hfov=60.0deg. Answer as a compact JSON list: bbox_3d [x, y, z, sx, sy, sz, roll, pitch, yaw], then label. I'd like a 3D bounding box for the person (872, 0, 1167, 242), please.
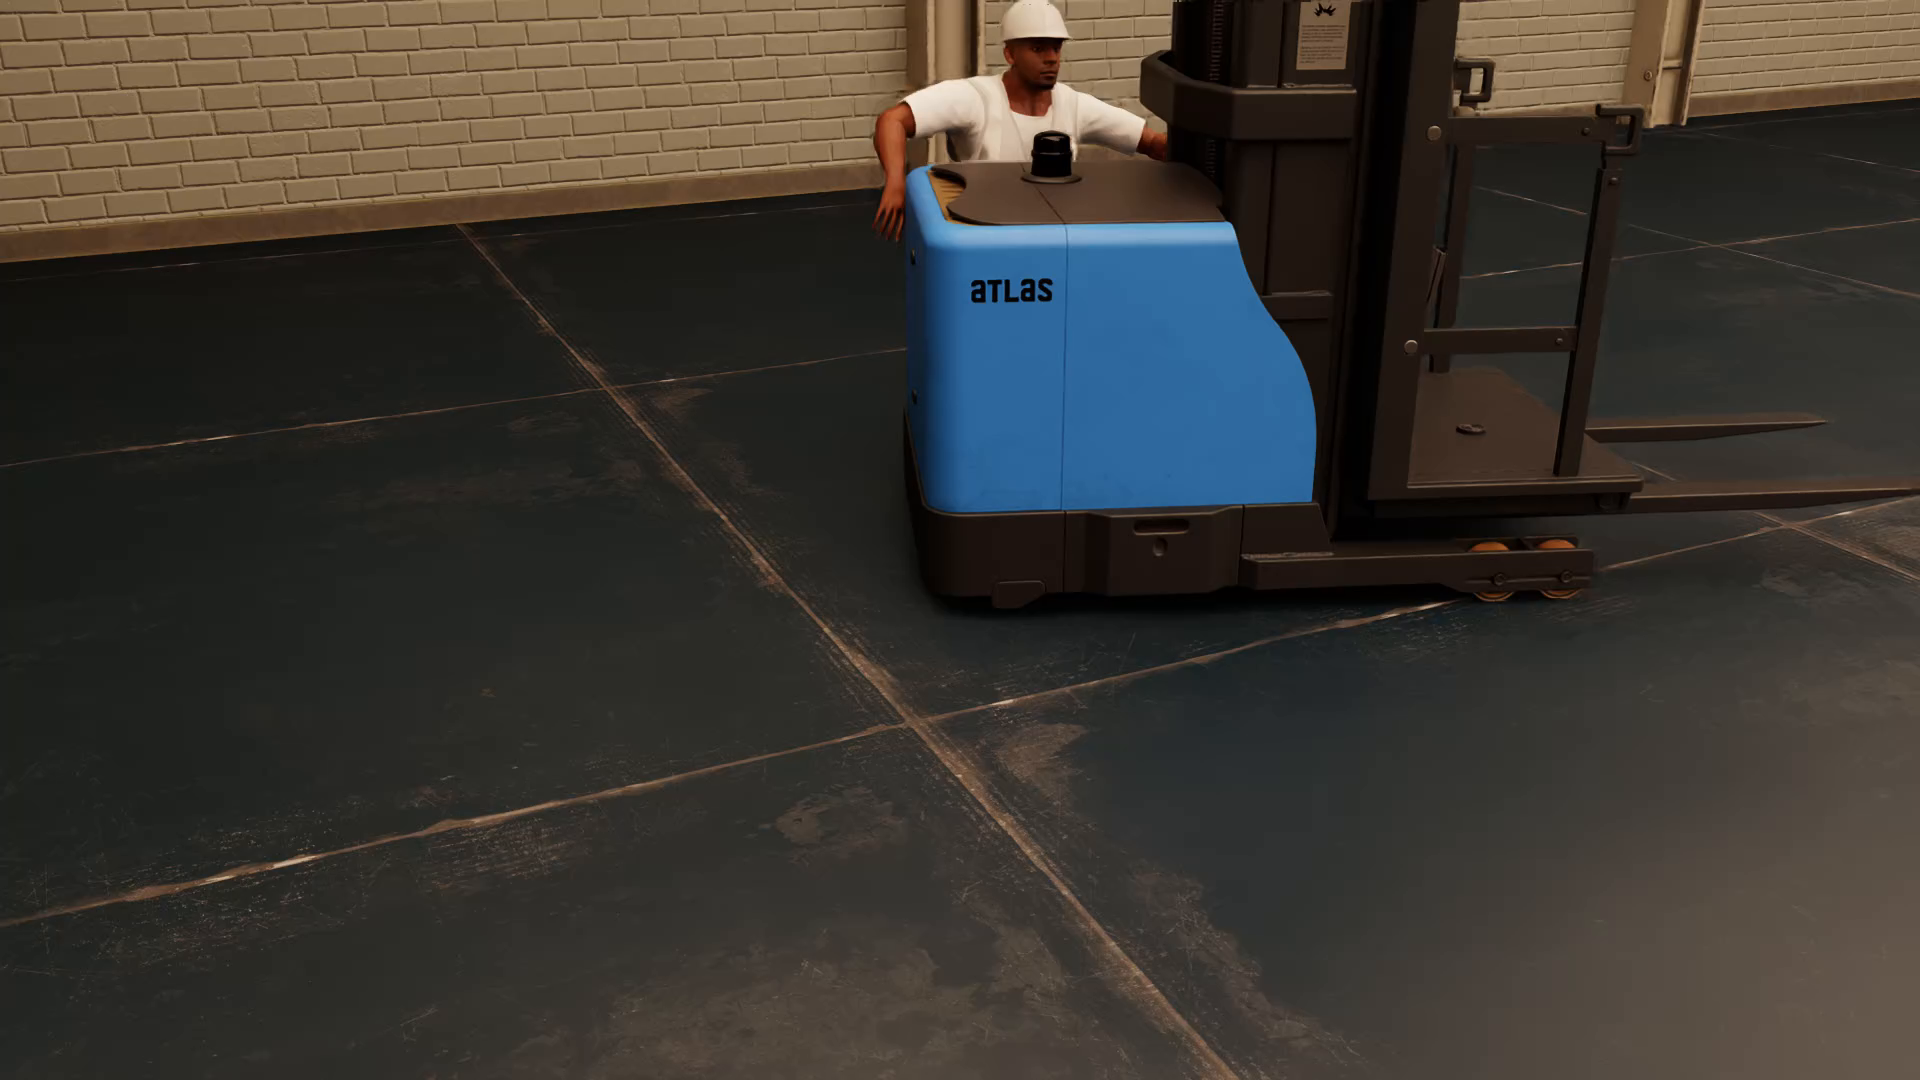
[{"bbox_3d":[0.259,-0.944,5.355,1.108,1.492,0.866,-13,26,-29],"label":"person"}]

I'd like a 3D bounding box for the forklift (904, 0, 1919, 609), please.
[{"bbox_3d":[1.367,-1.380,4.608,3.031,2.935,1.130,-2,23,-5],"label":"forklift"}]
